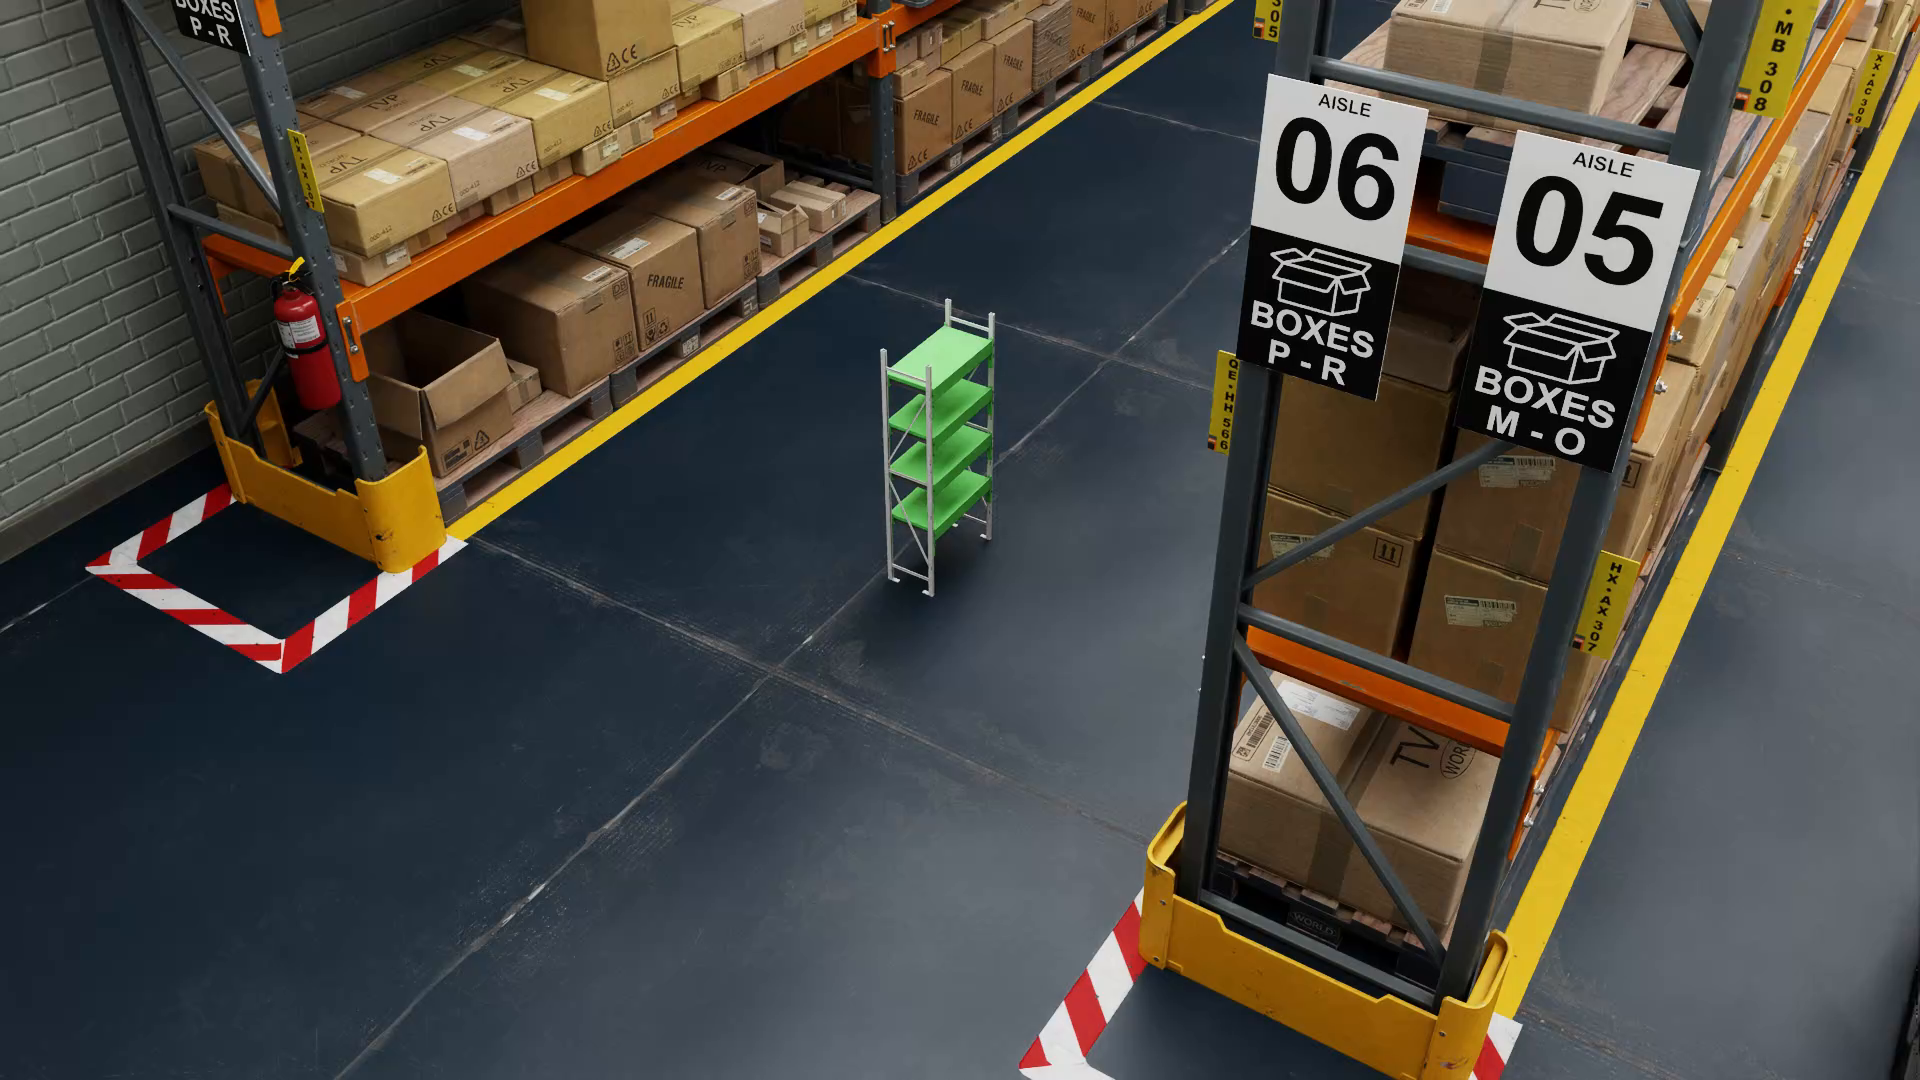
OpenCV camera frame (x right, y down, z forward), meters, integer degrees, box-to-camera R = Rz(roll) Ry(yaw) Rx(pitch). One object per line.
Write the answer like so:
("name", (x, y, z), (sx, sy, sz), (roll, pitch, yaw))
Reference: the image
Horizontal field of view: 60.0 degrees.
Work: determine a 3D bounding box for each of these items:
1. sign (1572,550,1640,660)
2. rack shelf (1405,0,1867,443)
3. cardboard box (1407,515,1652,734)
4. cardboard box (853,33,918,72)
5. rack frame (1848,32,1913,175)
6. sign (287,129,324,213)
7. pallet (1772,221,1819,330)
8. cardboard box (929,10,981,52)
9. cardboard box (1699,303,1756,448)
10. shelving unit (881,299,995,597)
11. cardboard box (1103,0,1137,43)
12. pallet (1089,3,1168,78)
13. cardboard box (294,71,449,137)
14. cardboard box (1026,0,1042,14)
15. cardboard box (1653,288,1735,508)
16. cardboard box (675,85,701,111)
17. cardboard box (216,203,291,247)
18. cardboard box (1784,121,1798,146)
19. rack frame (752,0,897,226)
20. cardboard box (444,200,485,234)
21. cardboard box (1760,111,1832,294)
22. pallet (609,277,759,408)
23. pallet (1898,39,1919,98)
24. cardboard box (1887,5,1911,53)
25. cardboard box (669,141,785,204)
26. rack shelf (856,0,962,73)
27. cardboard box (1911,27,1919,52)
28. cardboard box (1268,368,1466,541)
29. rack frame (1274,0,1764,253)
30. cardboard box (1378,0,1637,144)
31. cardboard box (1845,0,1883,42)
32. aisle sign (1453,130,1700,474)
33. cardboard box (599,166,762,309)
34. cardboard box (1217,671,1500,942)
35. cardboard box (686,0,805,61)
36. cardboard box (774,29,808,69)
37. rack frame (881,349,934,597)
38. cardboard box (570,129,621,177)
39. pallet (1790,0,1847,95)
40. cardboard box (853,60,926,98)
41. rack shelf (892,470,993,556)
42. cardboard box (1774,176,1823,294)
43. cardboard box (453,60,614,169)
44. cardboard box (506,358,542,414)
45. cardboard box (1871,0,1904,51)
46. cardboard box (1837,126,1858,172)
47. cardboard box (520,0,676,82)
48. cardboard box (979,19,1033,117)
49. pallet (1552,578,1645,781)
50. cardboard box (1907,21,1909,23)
("sign", (1.667, 0.172, 4.297), (0.100, 0.325, 0.005), (21, 42, 25))
("rack shelf", (2.273, -1.573, 5.466), (1.077, 0.370, 4.000), (21, 42, 25))
("cardboard box", (1.701, 0.168, 4.993), (0.500, 0.500, 0.500), (21, 42, 25))
("cardboard box", (-0.483, -2.991, 10.102), (0.380, 0.149, 0.250), (20, 42, 24))
("rack frame", (5.488, -3.763, 10.174), (1.000, 3.000, 0.127), (21, 42, 25))
("sign", (-2.533, -1.426, 6.434), (0.100, 0.325, 0.005), (21, 42, 25))
("pallet", (4.347, -1.650, 9.718), (1.003, 0.211, 1.213), (21, 42, 25))
("cardboard box", (-0.085, -3.304, 10.751), (0.380, 0.149, 0.250), (20, 42, 24))
("cardboard box", (2.491, -0.622, 6.018), (0.500, 0.500, 0.500), (23, 43, 27))
("shelving unit", (-0.089, -0.390, 7.273), (0.258, 1.200, 0.503), (21, 42, 25))
("cardboard box", (0.973, -4.018, 12.209), (0.500, 0.500, 0.500), (21, 42, 24))
("pallet", (0.863, -3.908, 12.646), (1.003, 0.211, 1.213), (21, 42, 25))
("cardboard box", (-2.692, -1.908, 7.648), (0.500, 0.250, 0.500), (21, 42, 25))
("cardboard box", (0.335, -3.696, 11.260), (0.380, 0.149, 0.250), (21, 42, 25))
("cardboard box", (1.970, -0.497, 5.037), (0.500, 0.500, 0.500), (20, 42, 24))
("cardboard box", (-1.555, -2.329, 8.520), (0.380, 0.149, 0.250), (22, 43, 26))
("cardboard box", (-3.040, -1.420, 7.340), (0.380, 0.149, 0.250), (21, 42, 25))
("cardboard box", (2.591, -1.361, 5.626), (0.380, 0.149, 0.250), (21, 42, 25))
("rack frame", (-0.848, -3.323, 9.603), (1.000, 3.000, 0.127), (21, 42, 25))
("cardboard box", (-2.375, -1.534, 7.489), (0.380, 0.149, 0.250), (21, 42, 25))
("cardboard box", (2.782, -1.278, 6.051), (0.500, 0.500, 0.500), (22, 43, 26))
("pallet", (-1.870, -1.233, 9.177), (1.003, 0.211, 1.213), (21, 42, 25))
("pallet", (6.562, -3.687, 12.360), (1.003, 0.211, 1.213), (21, 42, 25))
("cardboard box", (4.367, -2.503, 8.254), (0.500, 0.250, 0.500), (22, 43, 26))
("cardboard box", (-1.402, -2.161, 9.954), (0.500, 0.311, 0.500), (23, 43, 27))
("rack shelf", (0.223, -4.069, 11.160), (1.077, 0.370, 4.000), (21, 42, 25))
("cardboard box", (6.599, -3.949, 12.224), (0.950, 0.372, 0.625), (23, 43, 27))
("cardboard box", (1.259, -0.401, 4.912), (0.500, 0.500, 0.500), (23, 43, 27))
("rack frame", (1.202, -2.015, 2.993), (1.000, 3.000, 0.127), (21, 42, 25))
("cardboard box", (1.367, -1.235, 4.135), (0.500, 0.250, 0.500), (17, 41, 21))
("cardboard box", (3.449, -2.131, 6.625), (0.380, 0.149, 0.250), (20, 42, 24))
("aisle sign", (1.408, -0.536, 3.860), (0.394, 0.787, 0.004), (21, 42, 25))
("cardboard box", (-1.537, -1.684, 9.181), (0.700, 0.500, 0.500), (20, 42, 23))
("cardboard box", (1.471, 0.837, 5.962), (0.875, 0.438, 0.875), (20, 42, 24))
("cardboard box", (-1.171, -2.776, 8.773), (0.500, 0.250, 0.500), (21, 42, 25))
("cardboard box", (-1.046, -2.693, 8.992), (0.380, 0.149, 0.250), (22, 43, 26))
("rack frame", (-0.219, -0.264, 7.110), (0.240, 1.200, 0.015), (21, 42, 25))
("cardboard box", (-1.851, -1.889, 7.949), (0.380, 0.149, 0.250), (20, 42, 24))
("pallet", (2.243, -1.809, 5.256), (1.003, 0.211, 1.213), (21, 42, 25))
("cardboard box", (-0.431, -2.854, 10.167), (0.380, 0.149, 0.250), (23, 43, 27))
("rack shelf", (-0.089, -0.149, 7.458), (0.258, 0.148, 0.480), (21, 42, 25))
("cardboard box", (3.312, -1.418, 7.050), (0.500, 0.500, 0.500), (22, 43, 26))
("cardboard box", (-1.982, -1.987, 7.750), (0.500, 0.250, 0.500), (20, 42, 24))
("cardboard box", (-2.323, -0.788, 8.307), (0.380, 0.149, 0.250), (19, 42, 23))
("cardboard box", (3.823, -2.269, 7.336), (0.500, 0.500, 0.500), (22, 43, 26))
("cardboard box", (4.079, -2.049, 8.074), (0.500, 0.250, 0.500), (20, 42, 24))
("cardboard box", (-1.717, -2.535, 7.847), (0.500, 0.500, 0.500), (22, 43, 26))
("cardboard box", (0.149, -3.208, 11.158), (0.500, 0.500, 0.500), (20, 42, 24))
("pallet", (2.219, 0.401, 7.056), (1.003, 0.211, 1.213), (21, 42, 25))
("cardboard box", (4.892, -2.835, 9.094), (0.500, 0.250, 0.500), (21, 42, 25))
